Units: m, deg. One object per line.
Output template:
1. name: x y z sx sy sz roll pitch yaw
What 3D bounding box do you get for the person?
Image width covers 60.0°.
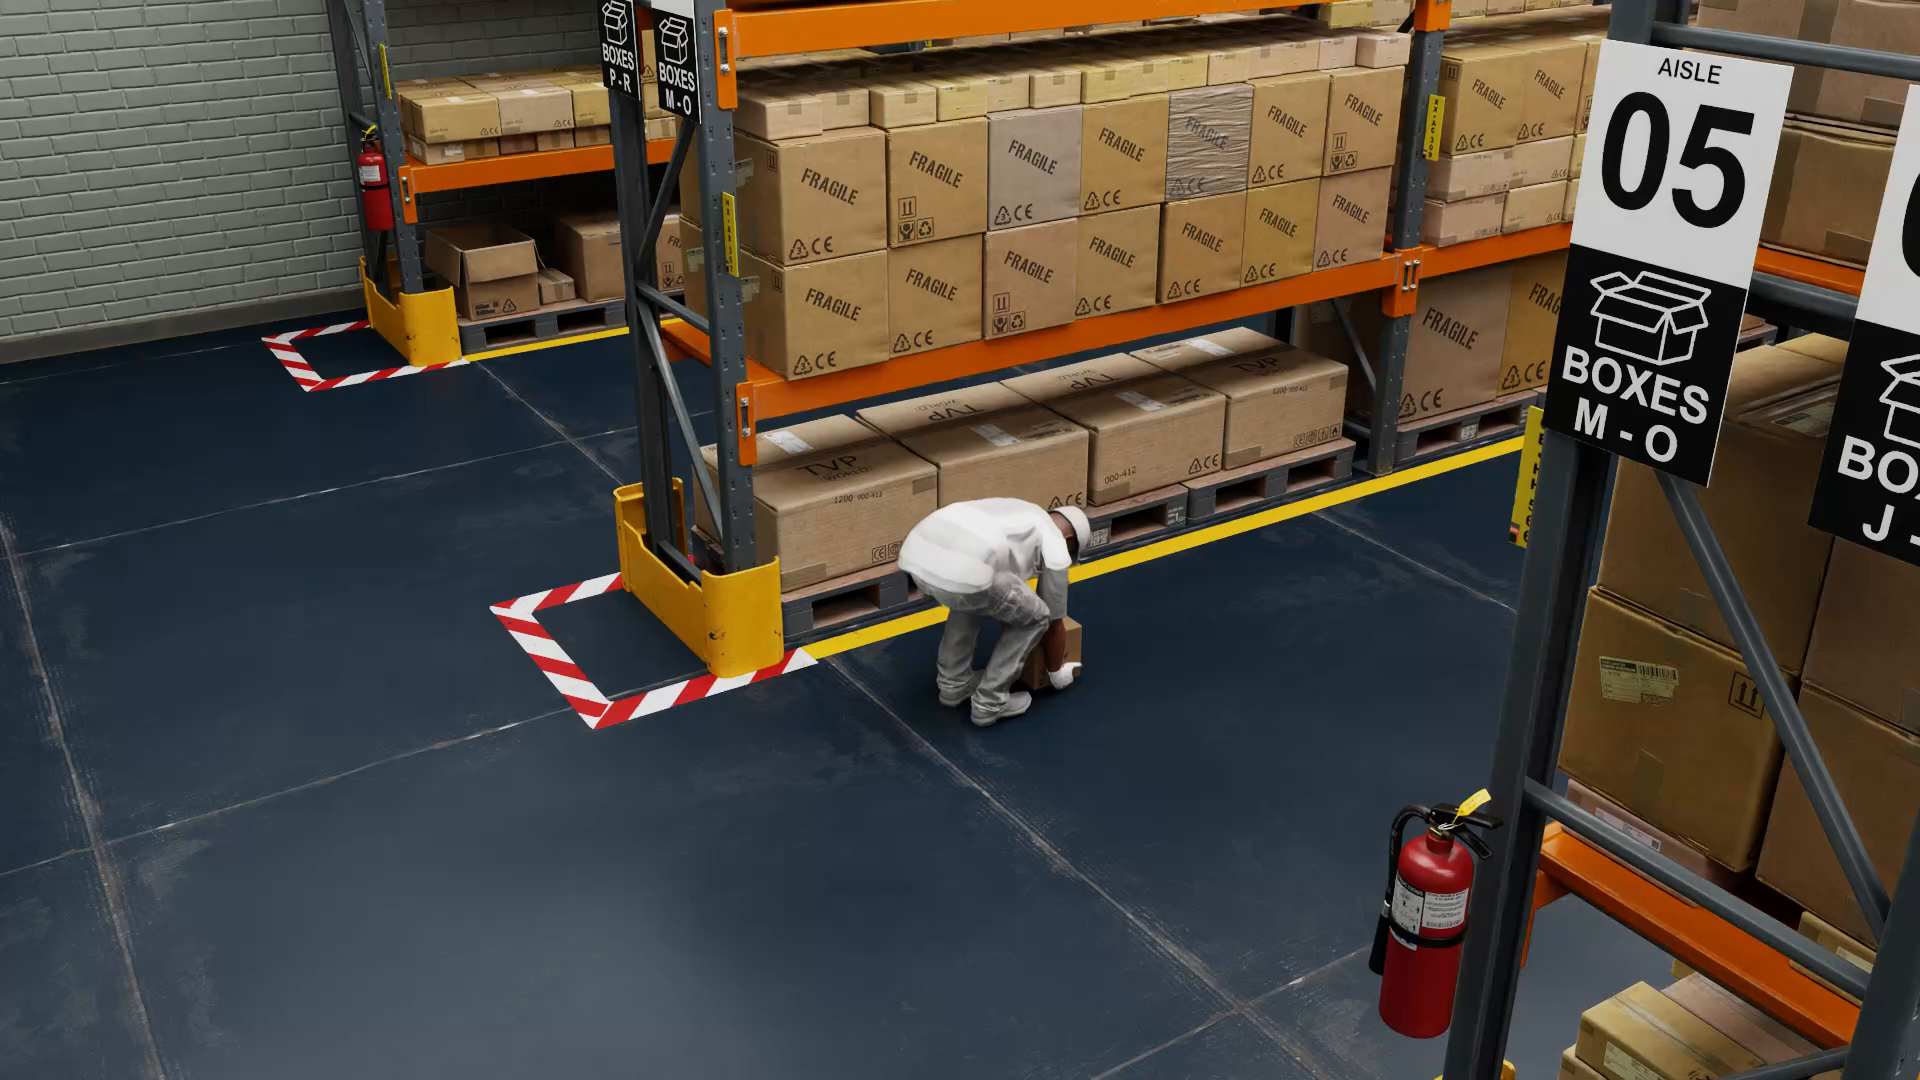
1. person: 0.182 0.240 7.054 0.982 0.947 0.523 -21 32 -38
